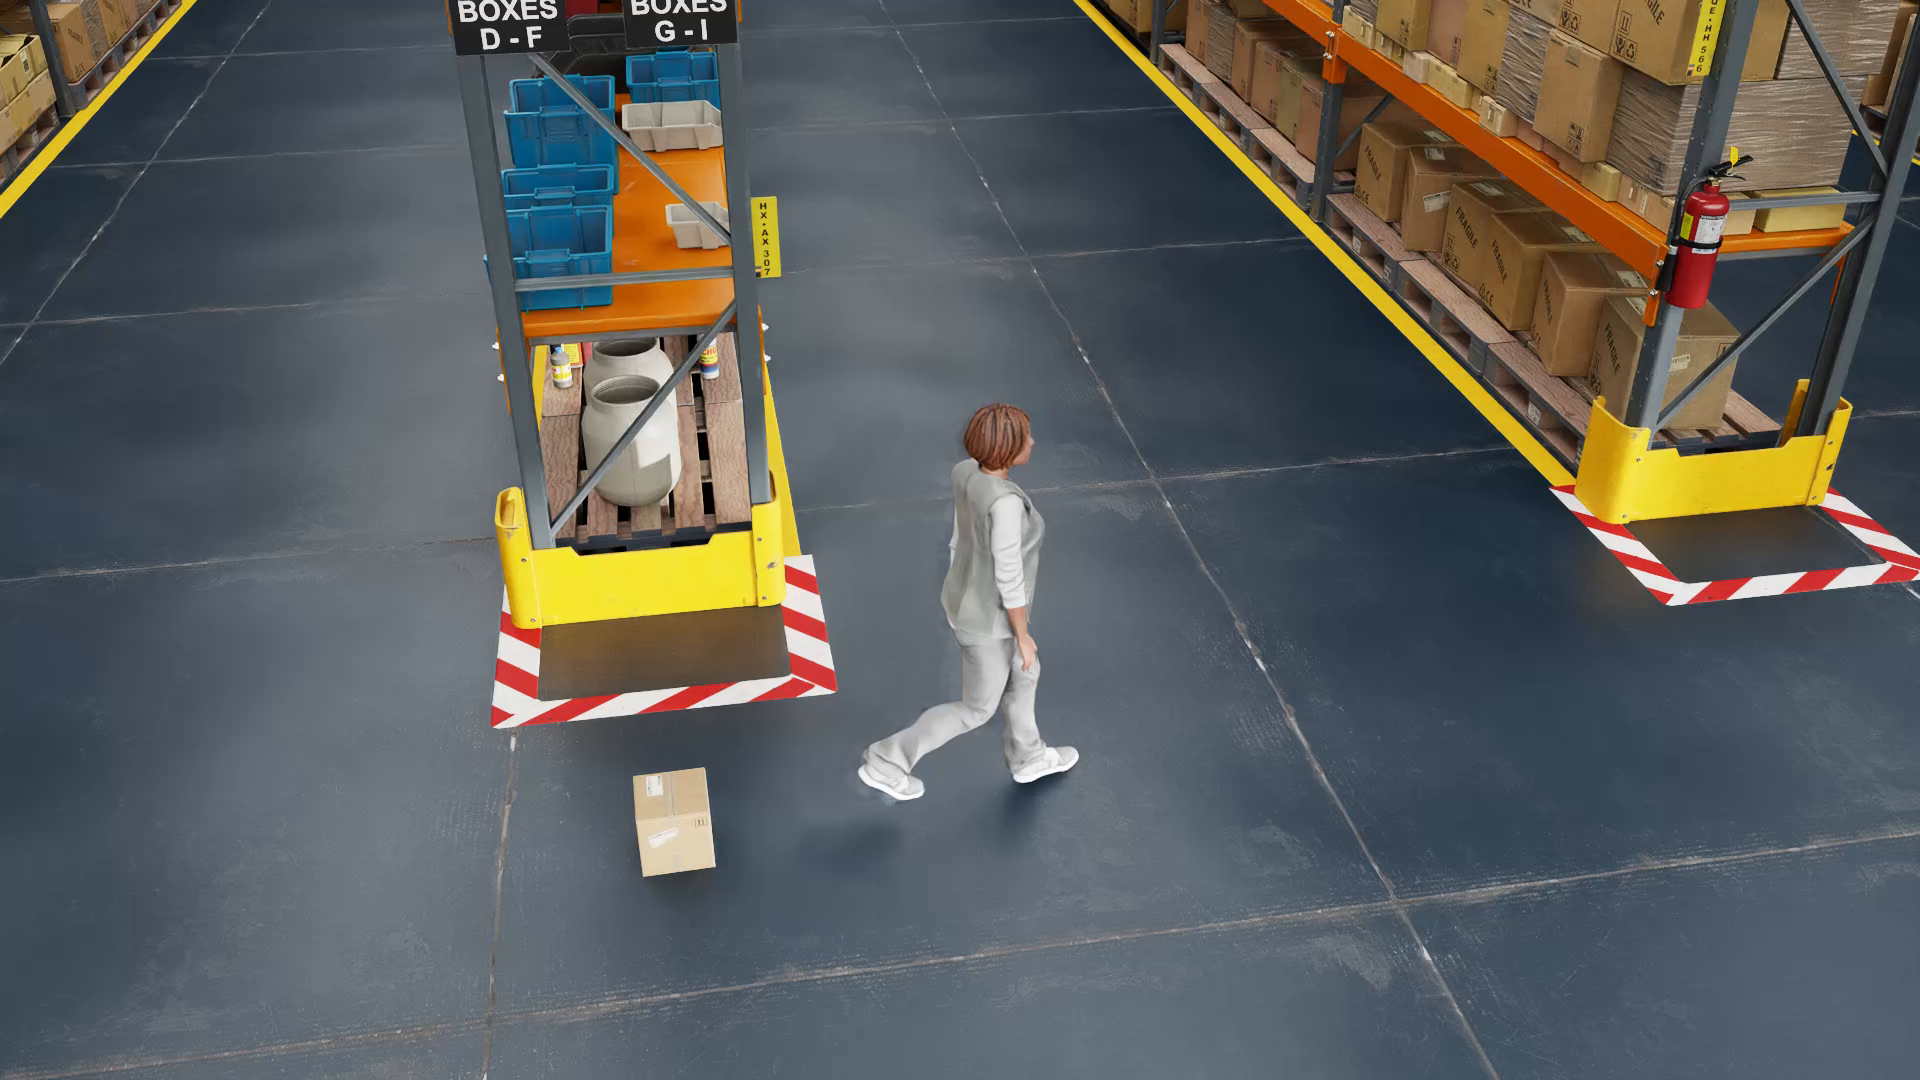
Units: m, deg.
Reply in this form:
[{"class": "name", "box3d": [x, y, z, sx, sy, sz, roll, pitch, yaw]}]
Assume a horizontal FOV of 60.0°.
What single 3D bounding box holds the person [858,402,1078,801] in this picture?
[{"class": "person", "box3d": [0.047, 0.260, 5.699, 0.864, 1.558, 0.427, -9, 32, -14]}]
